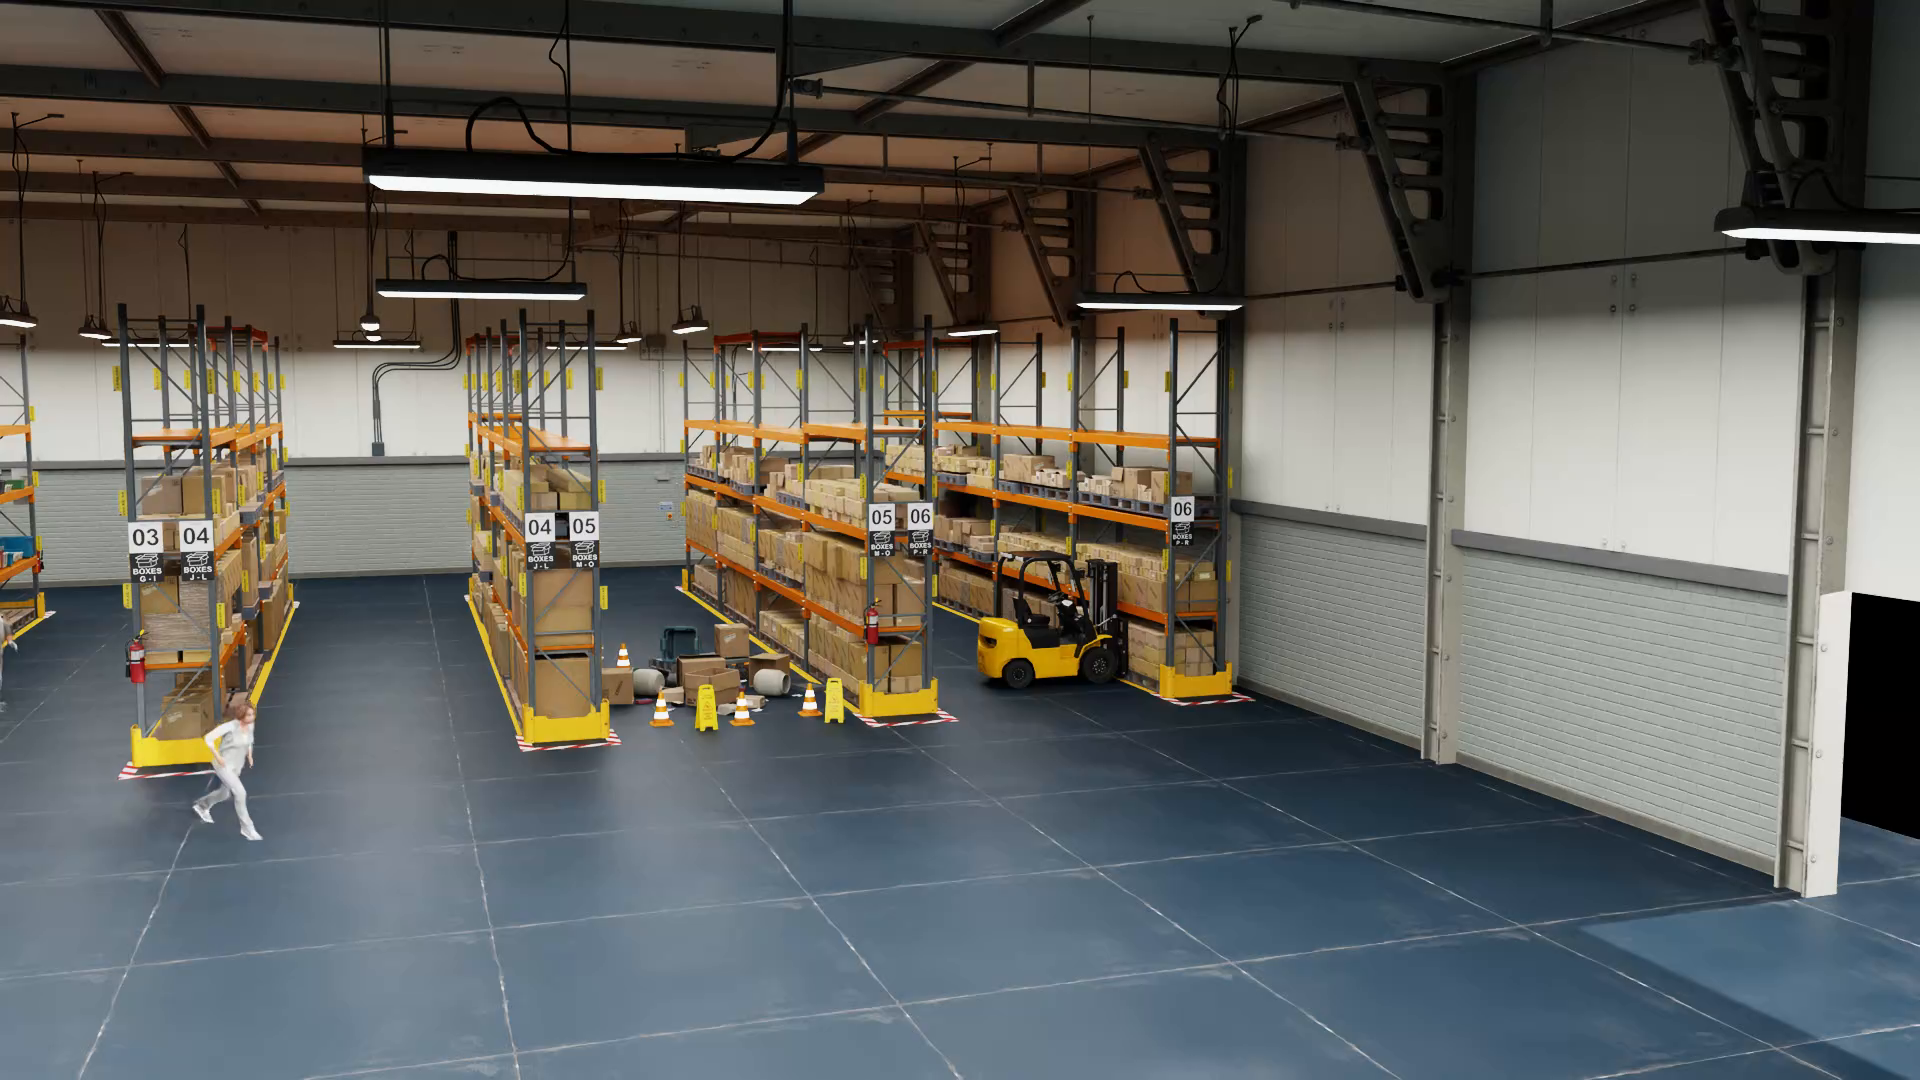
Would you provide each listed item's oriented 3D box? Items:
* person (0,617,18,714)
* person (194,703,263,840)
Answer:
[{"bbox_3d":[-14.658,1.786,25.216,0.847,1.735,0.668,2,6,19],"label":"person"},{"bbox_3d":[-8.110,2.530,18.300,0.911,1.547,0.567,3,6,25],"label":"person"}]
